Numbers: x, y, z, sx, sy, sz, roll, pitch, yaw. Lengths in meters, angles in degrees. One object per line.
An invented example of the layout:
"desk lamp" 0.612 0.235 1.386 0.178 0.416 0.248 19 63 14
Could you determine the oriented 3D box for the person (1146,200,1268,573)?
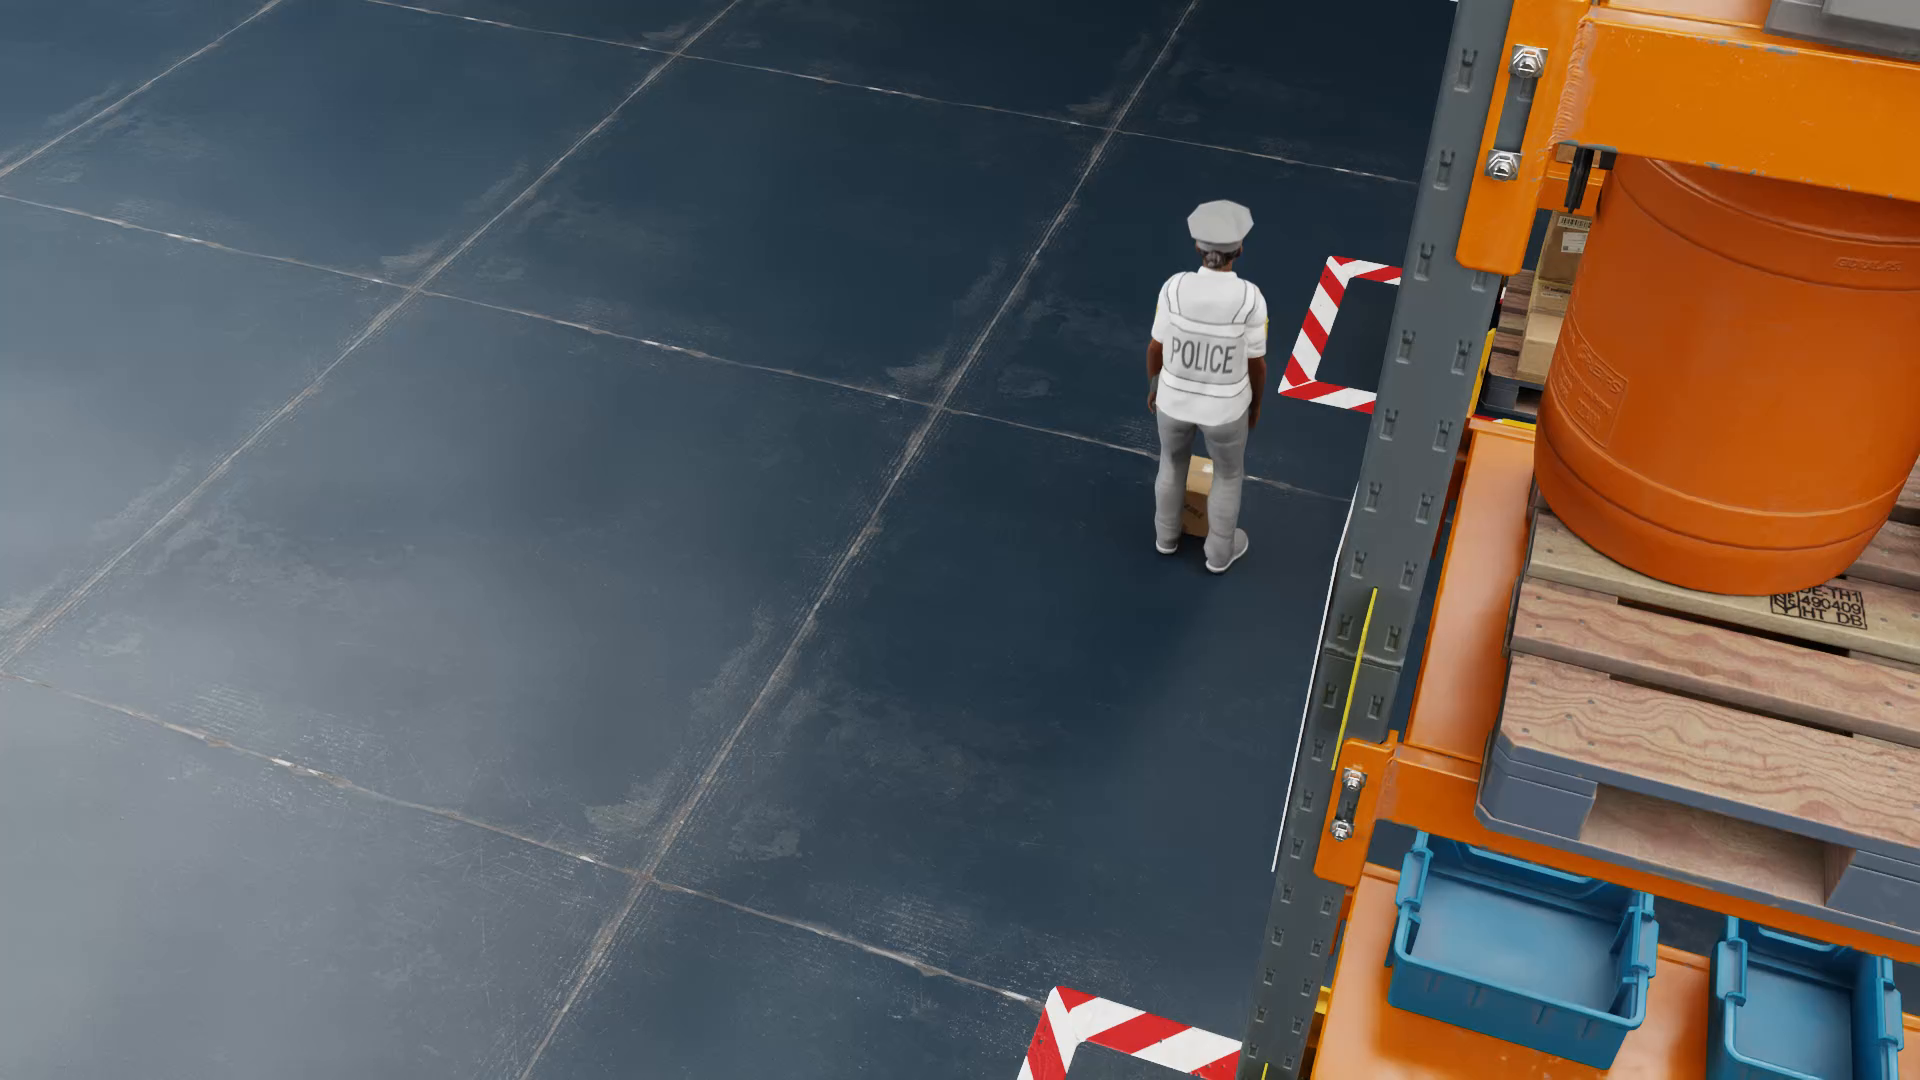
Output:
"person" 1.008 -0.581 6.811 0.506 1.659 0.425 12 43 13
